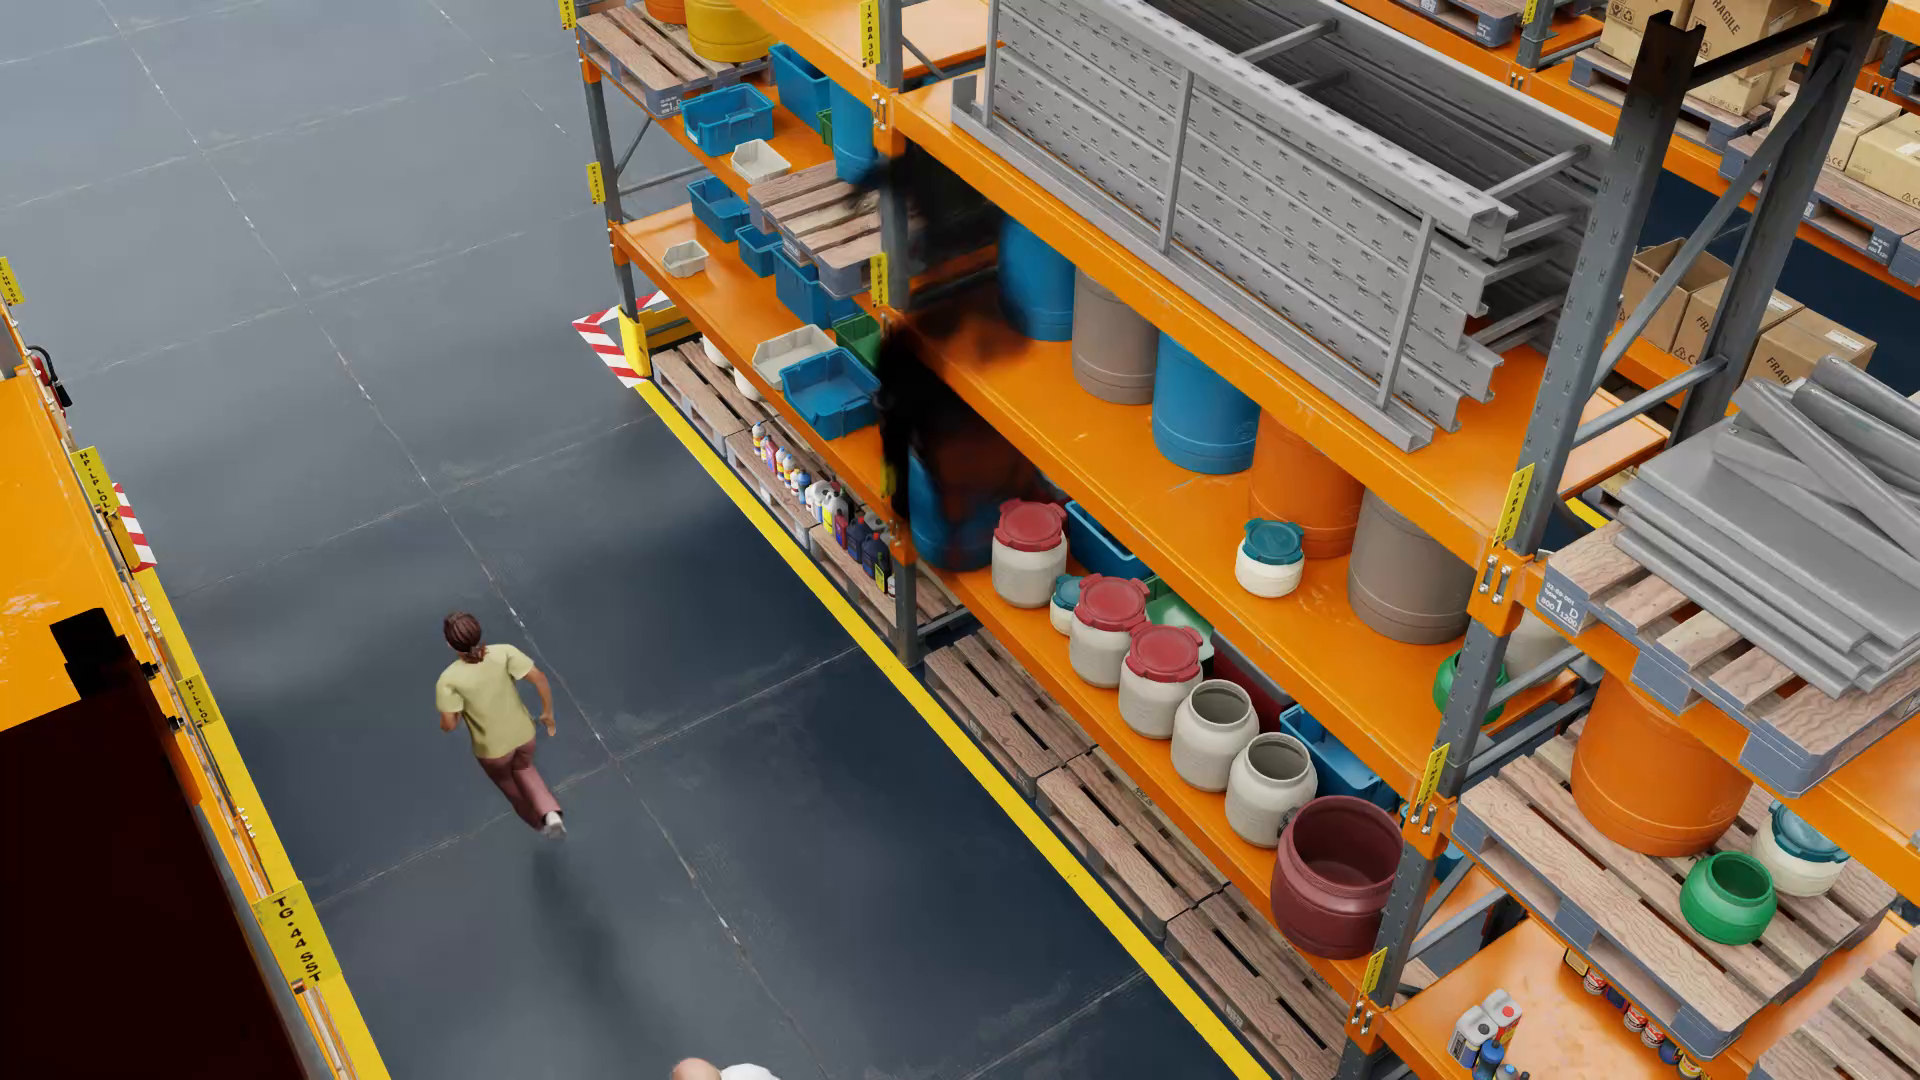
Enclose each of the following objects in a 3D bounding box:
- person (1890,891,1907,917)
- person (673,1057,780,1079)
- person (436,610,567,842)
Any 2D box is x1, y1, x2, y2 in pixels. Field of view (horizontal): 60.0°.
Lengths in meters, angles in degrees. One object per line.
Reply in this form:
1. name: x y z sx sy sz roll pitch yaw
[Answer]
1. person: 5.346 1.668 8.719 0.828 1.727 0.637 33 52 31
2. person: -1.018 2.740 7.153 0.918 1.802 0.713 31 51 29
3. person: -2.430 1.114 8.969 0.575 1.613 0.735 -33 52 -31
